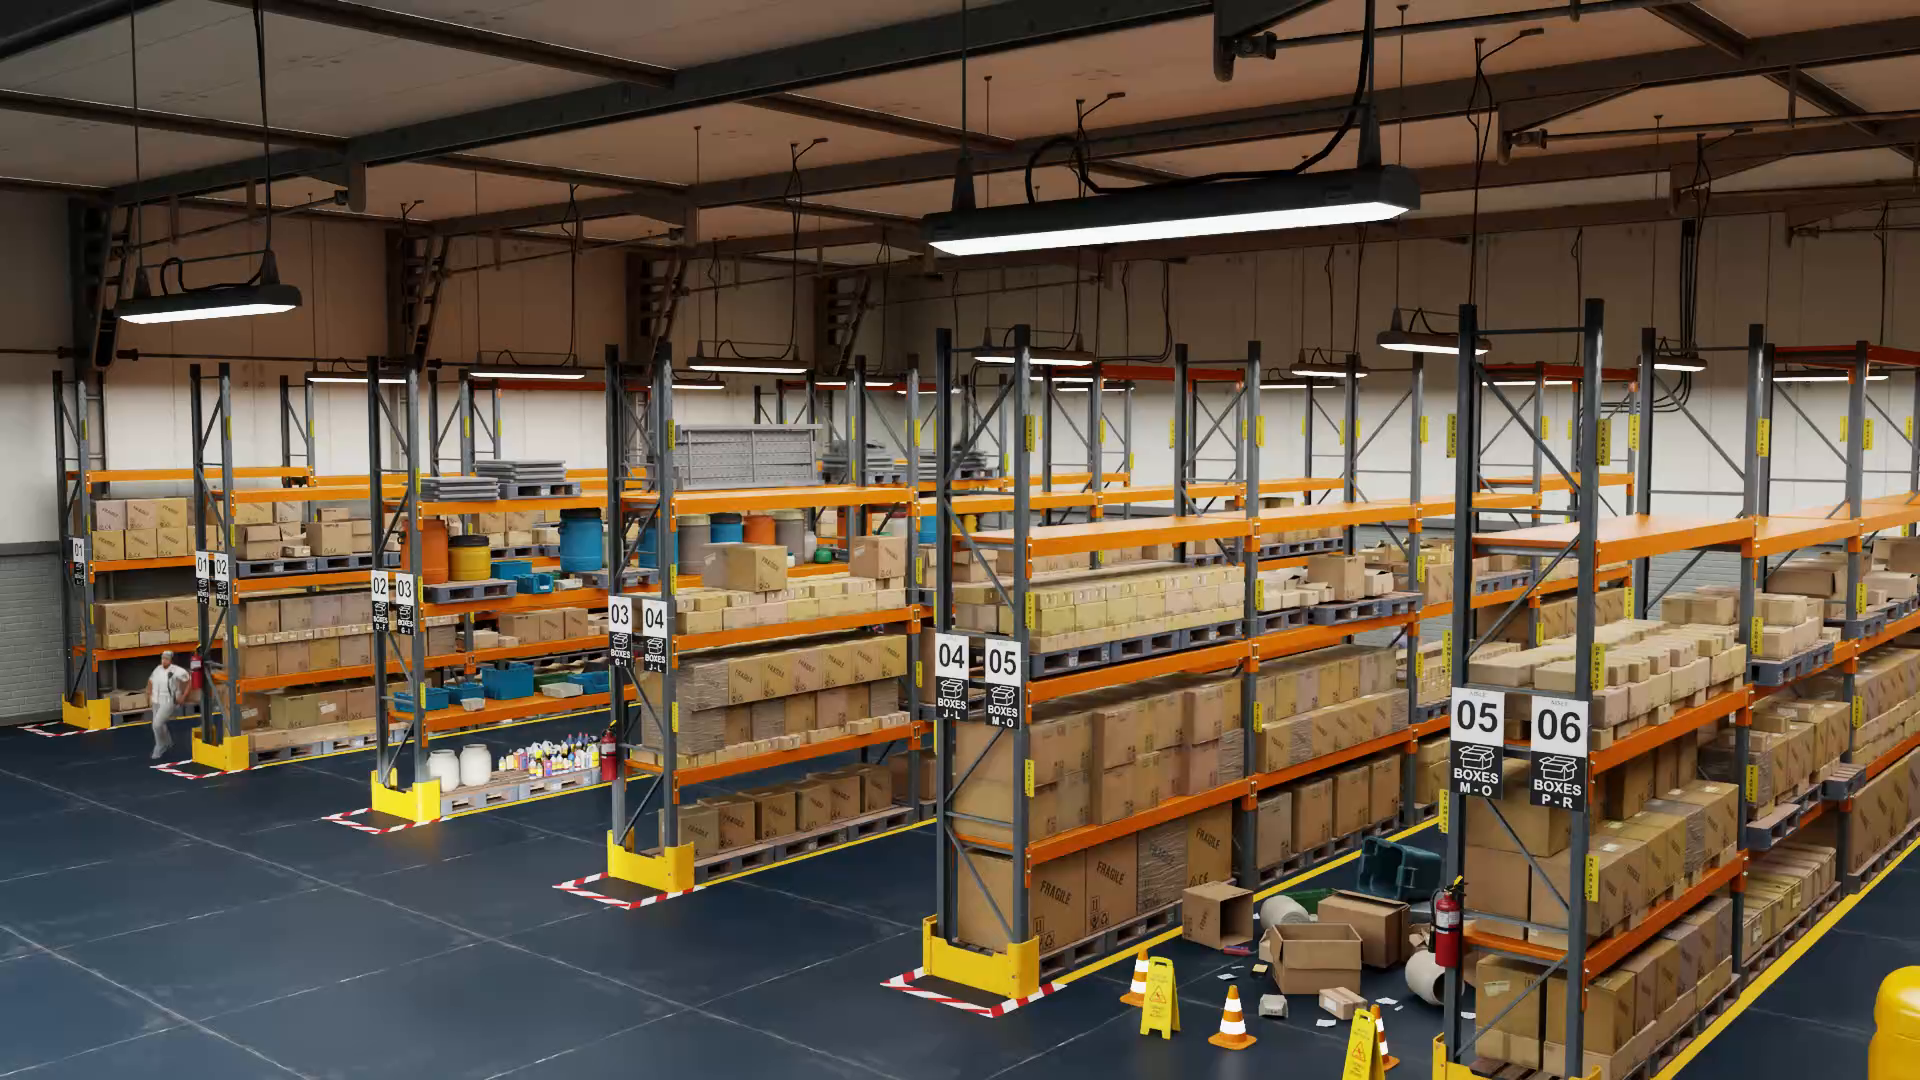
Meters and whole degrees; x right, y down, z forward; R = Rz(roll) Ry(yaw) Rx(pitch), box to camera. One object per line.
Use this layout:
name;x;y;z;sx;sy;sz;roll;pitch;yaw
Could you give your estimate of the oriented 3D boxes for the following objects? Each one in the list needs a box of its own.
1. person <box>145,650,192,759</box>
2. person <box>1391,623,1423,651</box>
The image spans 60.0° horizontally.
person;-12.191;2.522;25.545;0.689;1.678;0.668;1;4;16
person;8.228;2.178;30.428;0.688;1.568;0.549;0;4;5
